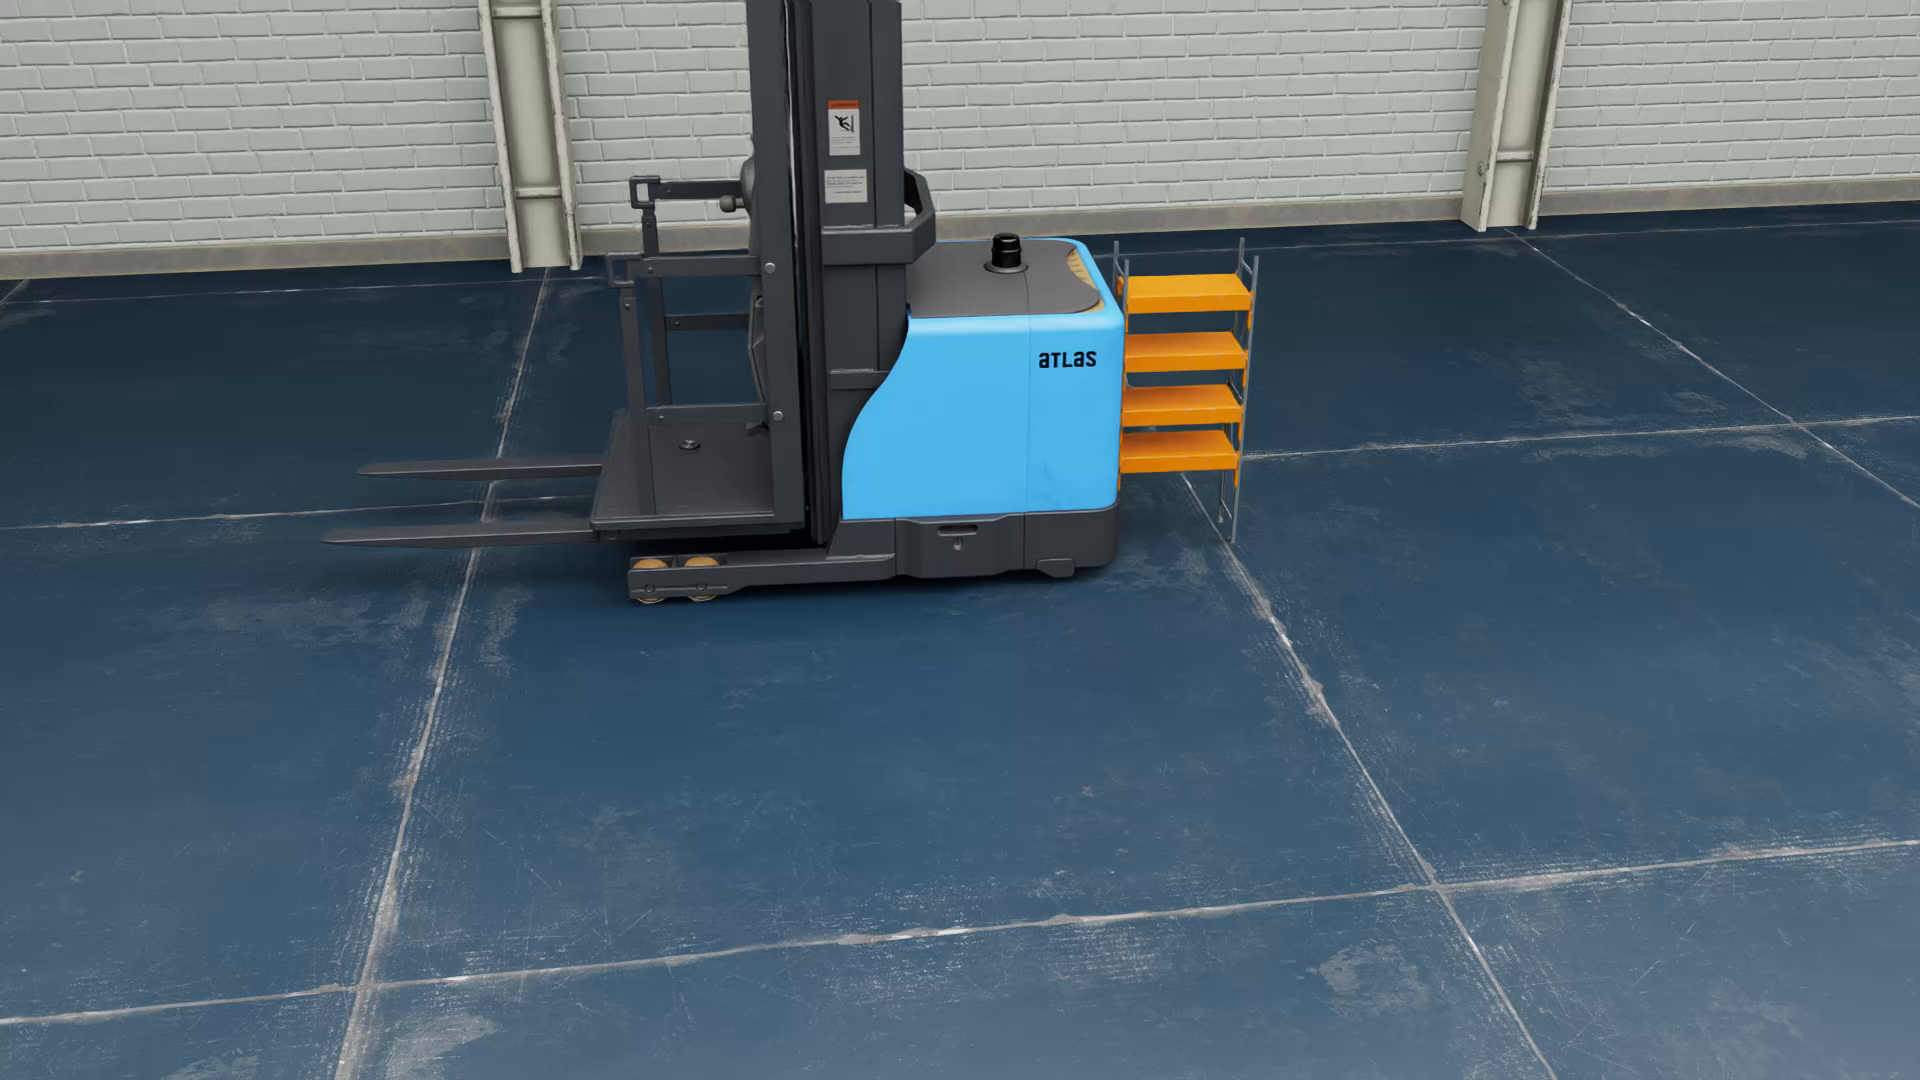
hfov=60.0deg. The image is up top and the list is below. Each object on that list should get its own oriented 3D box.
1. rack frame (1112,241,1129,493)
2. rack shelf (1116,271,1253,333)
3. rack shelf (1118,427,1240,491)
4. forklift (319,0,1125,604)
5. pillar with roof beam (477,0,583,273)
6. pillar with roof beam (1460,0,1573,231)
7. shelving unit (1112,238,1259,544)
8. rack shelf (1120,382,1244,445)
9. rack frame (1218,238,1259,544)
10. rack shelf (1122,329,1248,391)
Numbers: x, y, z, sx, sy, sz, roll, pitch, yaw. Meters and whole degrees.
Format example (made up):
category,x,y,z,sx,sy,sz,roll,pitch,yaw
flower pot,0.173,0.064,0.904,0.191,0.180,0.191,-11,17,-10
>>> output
category,x,y,z,sx,sy,sz,roll,pitch,yaw
rack frame,0.606,-0.552,6.512,0.015,1.200,0.240,-2,27,-5
rack shelf,0.849,-0.912,6.353,0.480,0.148,0.258,-2,27,-5
rack shelf,0.849,-0.326,6.653,0.480,0.148,0.258,-2,27,-5
forklift,-0.935,-1.317,6.106,3.031,2.935,1.130,-2,27,-5
pillar with roof beam,-1.875,-3.720,4.144,0.400,9.000,9.100,-4,27,-7
pillar with roof beam,4.067,-4.102,4.887,0.400,9.000,9.100,-4,27,-7
shelving unit,0.849,-0.563,6.532,0.503,1.200,0.258,-2,27,-5
rack shelf,0.849,-0.503,6.563,0.480,0.148,0.258,-2,27,-5
rack frame,1.092,-0.573,6.552,0.015,1.200,0.240,-2,27,-5
rack shelf,0.849,-0.702,6.461,0.480,0.148,0.258,-2,27,-5
